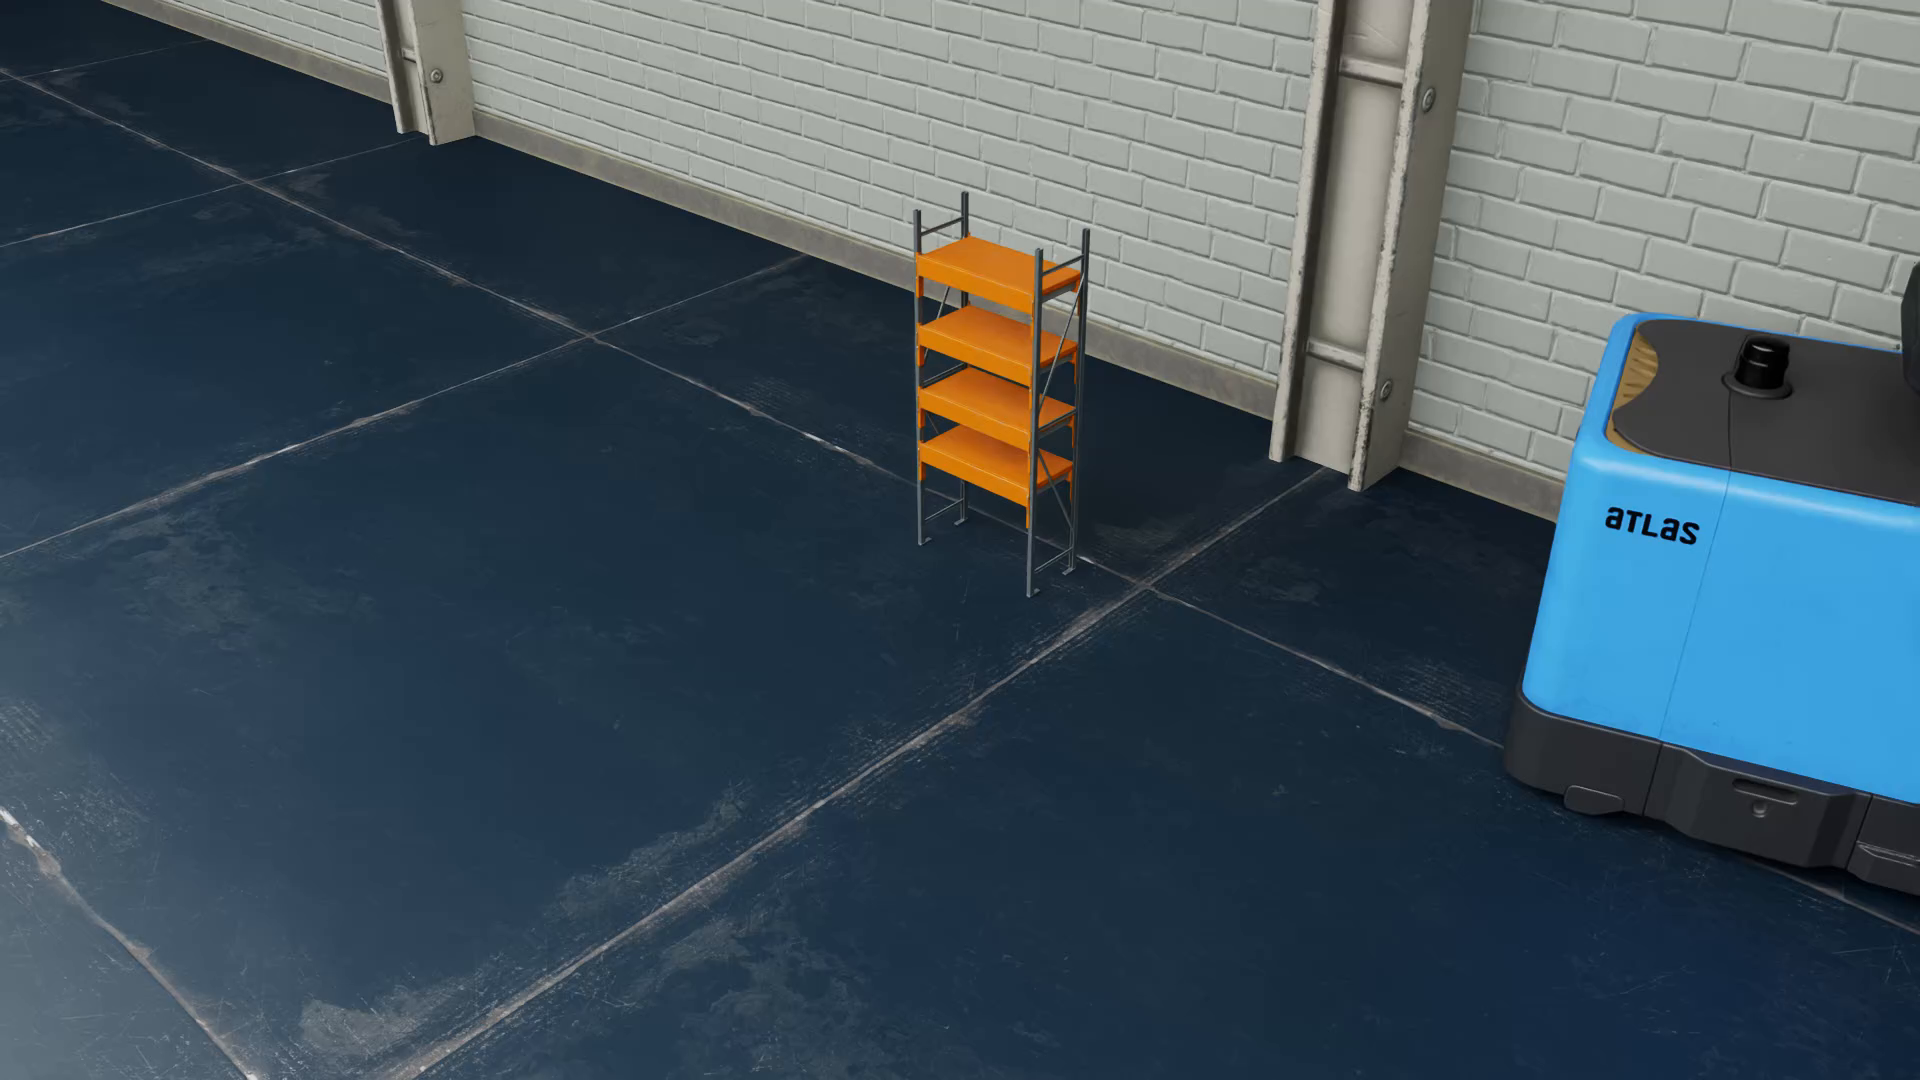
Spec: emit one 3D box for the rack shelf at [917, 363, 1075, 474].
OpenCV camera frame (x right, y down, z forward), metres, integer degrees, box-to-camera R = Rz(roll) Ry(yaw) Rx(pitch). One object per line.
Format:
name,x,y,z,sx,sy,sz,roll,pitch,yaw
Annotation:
rack shelf,0.123,-0.399,5.380,0.480,0.148,0.258,25,39,35

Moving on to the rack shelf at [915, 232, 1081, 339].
rack shelf,0.123,-0.793,5.143,0.480,0.148,0.258,25,39,35

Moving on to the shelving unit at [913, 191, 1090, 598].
shelving unit,0.123,-0.457,5.345,0.503,1.200,0.258,25,39,35

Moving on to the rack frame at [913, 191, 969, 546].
rack frame,-0.058,-0.541,5.486,0.015,1.200,0.240,25,39,35

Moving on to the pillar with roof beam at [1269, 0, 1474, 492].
pillar with roof beam,-1.479,-2.509,1.192,0.400,9.000,9.100,25,39,35

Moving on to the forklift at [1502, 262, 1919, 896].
forklift,3.055,-0.461,3.674,3.031,2.935,1.130,14,34,21

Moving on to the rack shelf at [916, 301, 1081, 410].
rack shelf,0.123,-0.591,5.265,0.480,0.148,0.258,25,39,35

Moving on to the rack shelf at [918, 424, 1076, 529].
rack shelf,0.123,-0.229,5.482,0.480,0.148,0.258,25,39,35

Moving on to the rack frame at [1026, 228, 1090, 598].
rack frame,0.304,-0.372,5.205,0.015,1.200,0.240,25,39,35

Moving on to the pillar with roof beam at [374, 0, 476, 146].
pillar with roof beam,-5.928,-4.585,4.641,0.400,9.000,9.100,25,39,35
